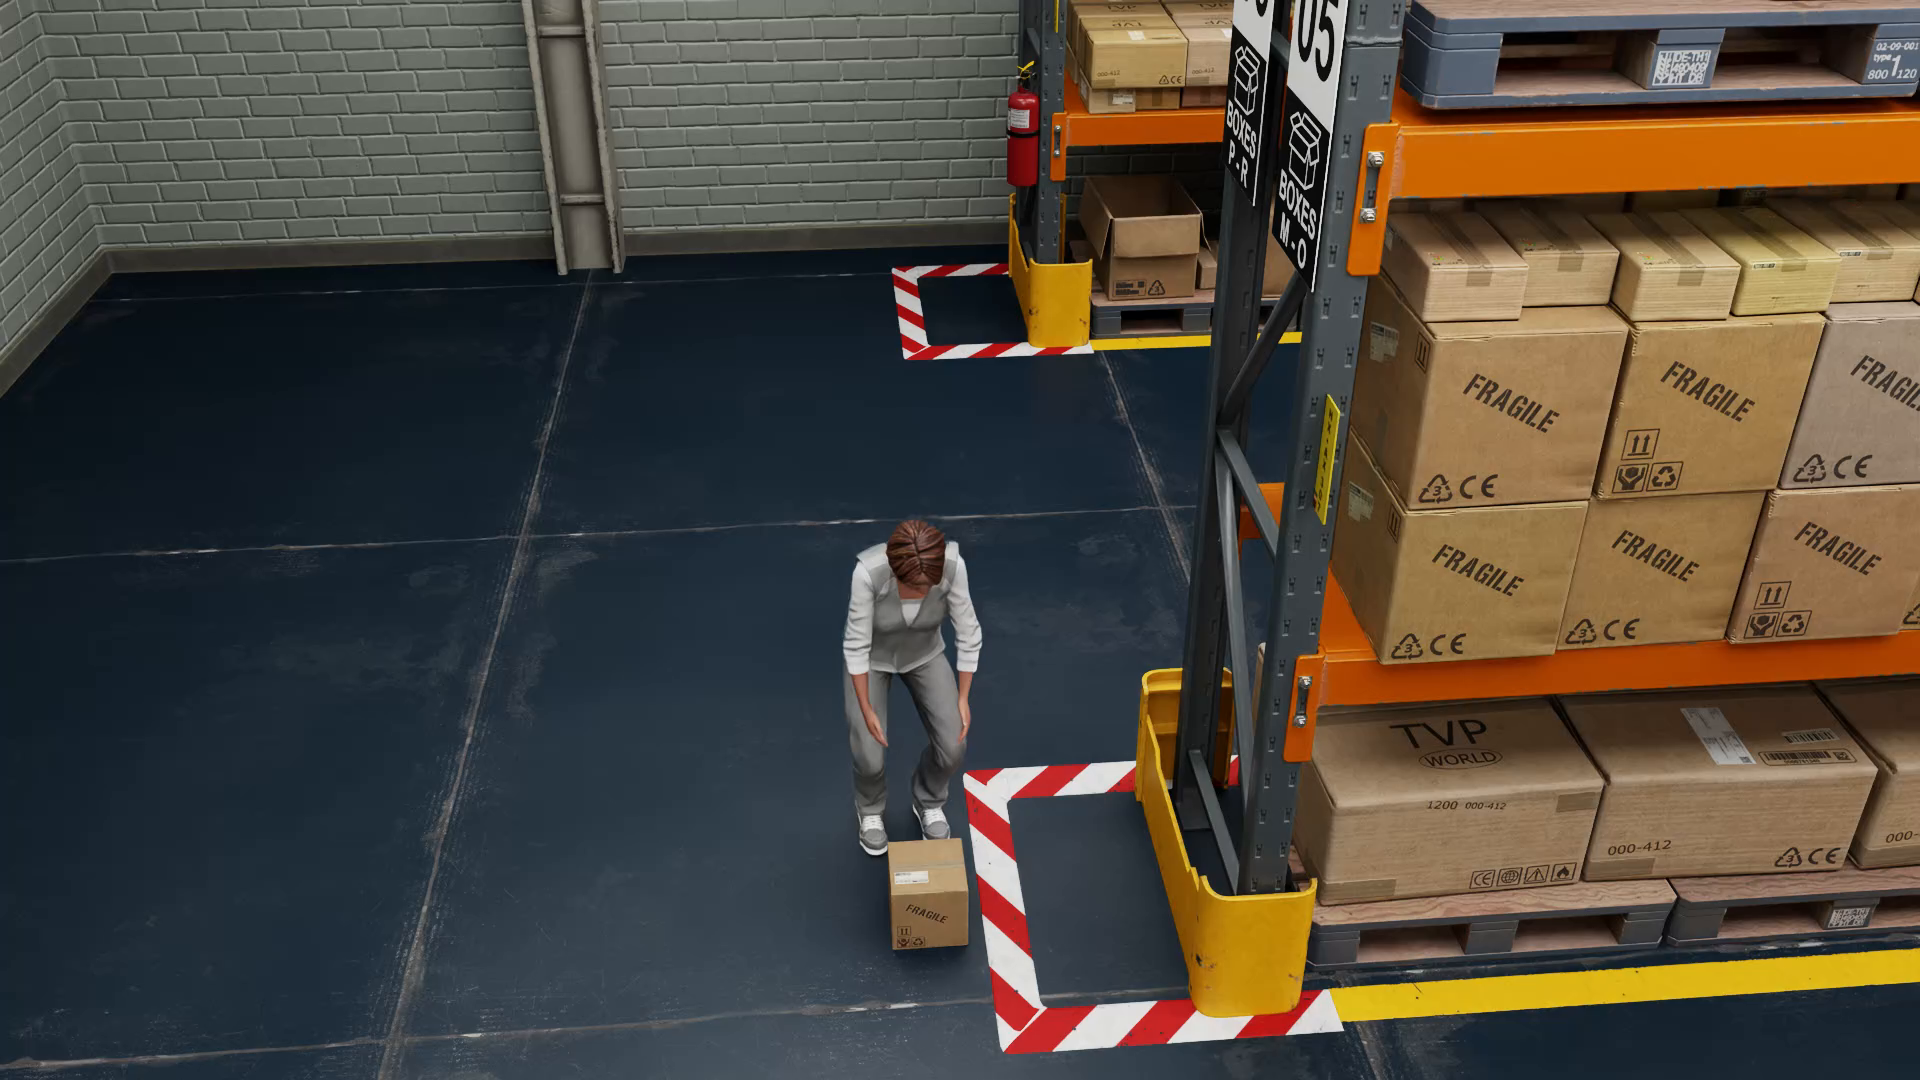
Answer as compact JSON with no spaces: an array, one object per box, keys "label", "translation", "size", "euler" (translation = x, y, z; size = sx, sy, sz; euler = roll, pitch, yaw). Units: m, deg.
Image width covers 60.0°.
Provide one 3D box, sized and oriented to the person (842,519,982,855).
[{"label":"person","translation":[-0.168,0.466,5.598],"size":[0.458,1.385,0.581],"euler":[-6,32,-10]}]
